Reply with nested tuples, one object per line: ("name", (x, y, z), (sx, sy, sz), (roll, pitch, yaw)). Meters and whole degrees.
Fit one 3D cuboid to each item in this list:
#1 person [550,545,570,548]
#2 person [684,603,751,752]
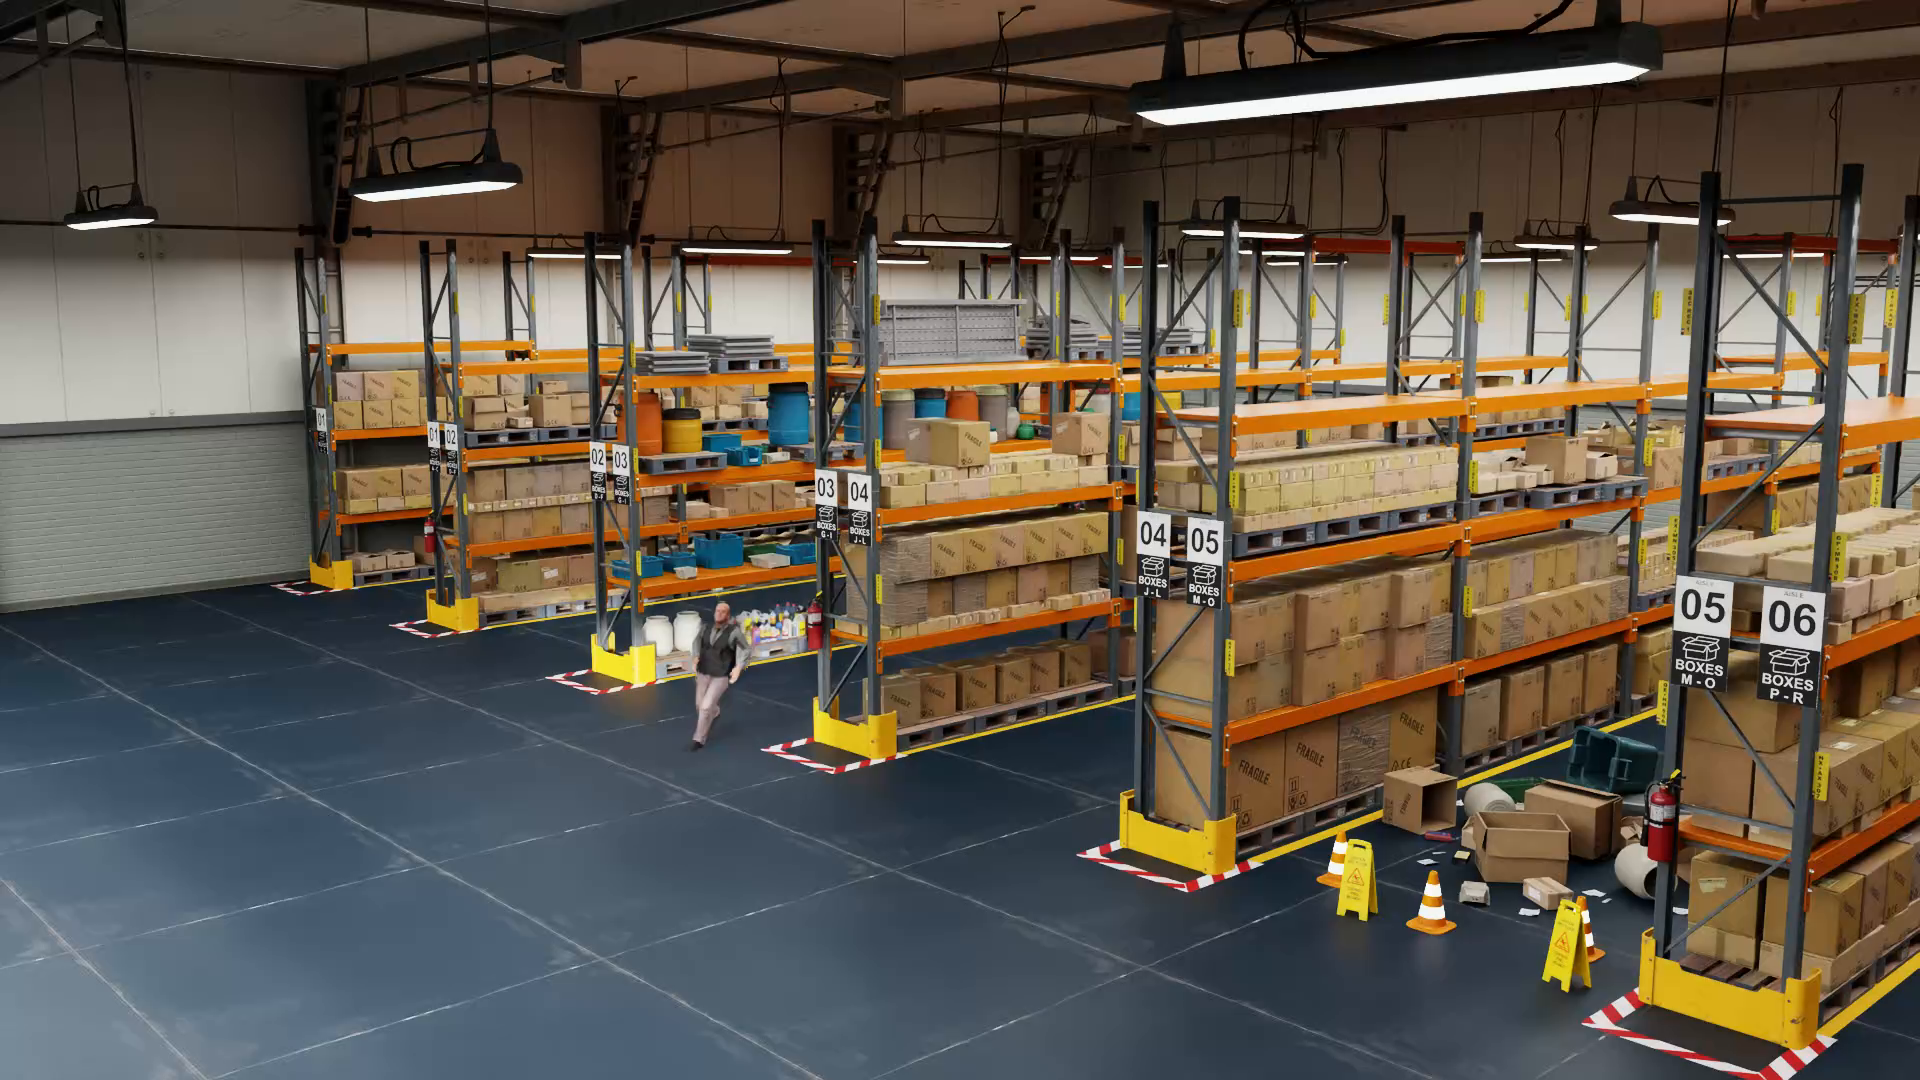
("person", (-7.019, 0.051, 29.237), (0.658, 1.683, 0.680), (6, 10, 35))
("person", (-2.780, 1.550, 19.102), (0.714, 1.673, 0.855), (3, 9, 20))
